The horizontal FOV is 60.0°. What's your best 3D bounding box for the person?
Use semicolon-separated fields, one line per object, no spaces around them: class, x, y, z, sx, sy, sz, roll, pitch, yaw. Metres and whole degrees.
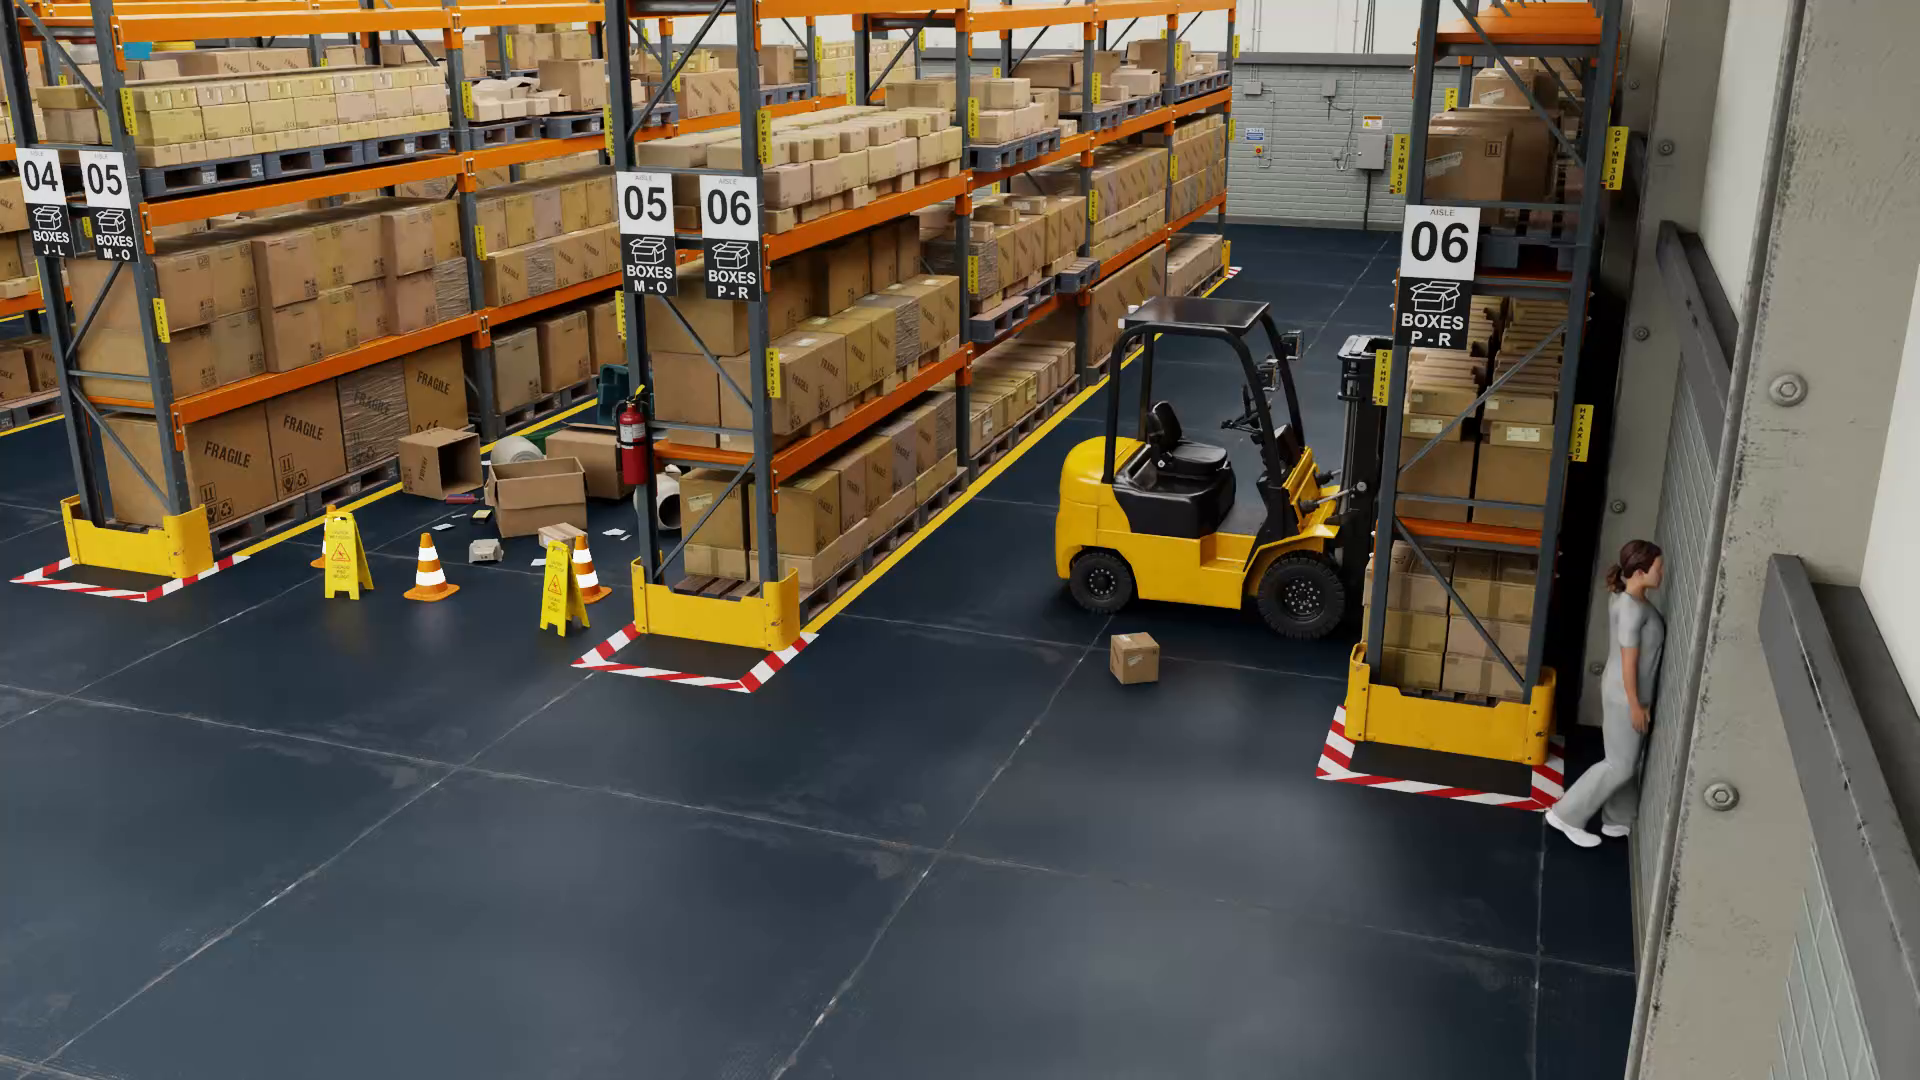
person;3.407;0.764;8.670;0.459;1.605;0.461;7;20;19
